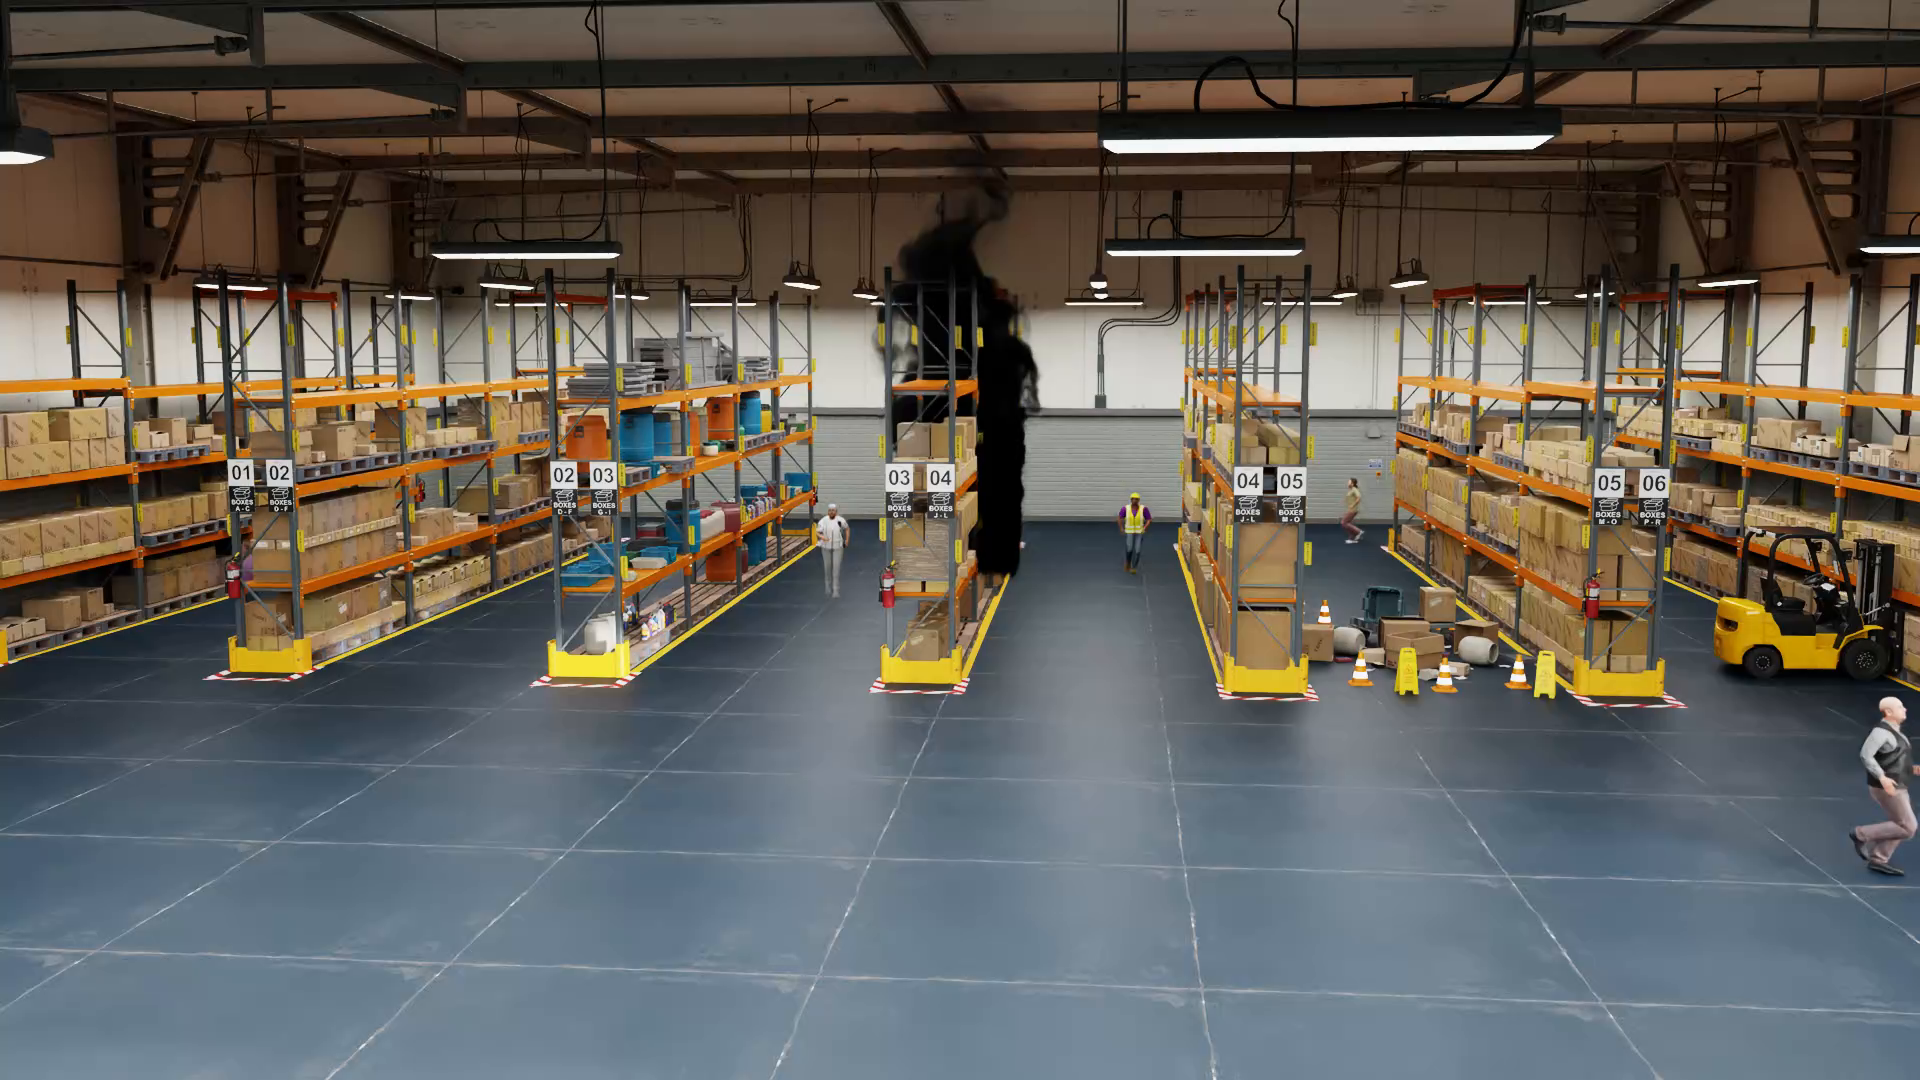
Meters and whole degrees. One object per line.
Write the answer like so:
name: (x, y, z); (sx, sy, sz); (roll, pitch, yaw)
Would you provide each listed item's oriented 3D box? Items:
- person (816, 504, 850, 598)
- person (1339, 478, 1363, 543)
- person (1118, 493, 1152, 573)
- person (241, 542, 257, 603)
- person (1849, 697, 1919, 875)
person: (-2.344, 0.181, 30.615); (0.625, 1.721, 0.787); (0, 7, -3)
person: (9.540, -0.715, 40.530); (0.575, 1.618, 0.617); (1, 7, 9)
person: (3.710, -0.138, 35.245); (0.706, 1.726, 0.574); (0, 7, 3)
person: (-12.064, 0.809, 28.094); (0.541, 1.568, 0.604); (0, 7, -3)
person: (8.693, 2.297, 15.544); (0.578, 1.677, 0.658); (6, 9, 42)
